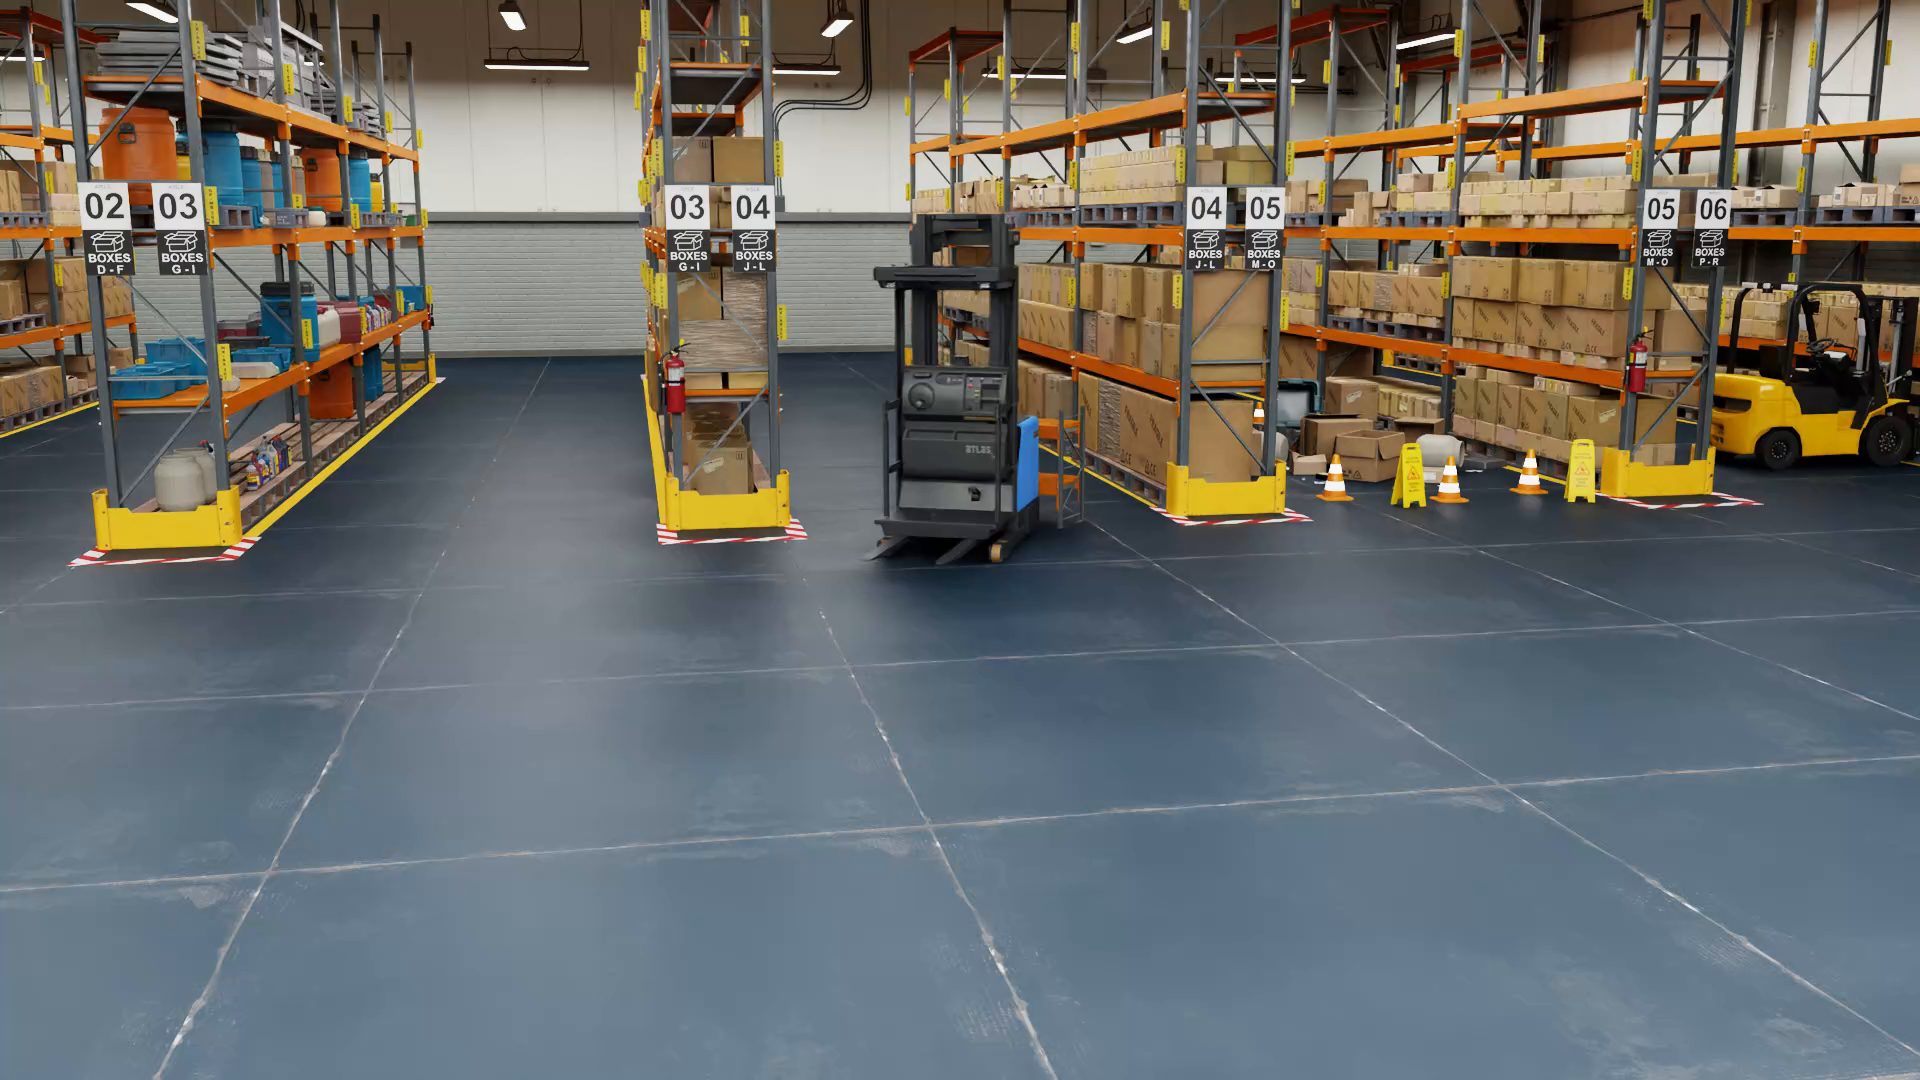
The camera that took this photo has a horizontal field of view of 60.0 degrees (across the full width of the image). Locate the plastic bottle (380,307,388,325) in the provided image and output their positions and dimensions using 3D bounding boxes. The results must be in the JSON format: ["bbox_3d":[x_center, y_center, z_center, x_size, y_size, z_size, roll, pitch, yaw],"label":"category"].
[{"bbox_3d":[-9.016,-3.502,25.956,0.152,0.276,0.135,-2,11,-11],"label":"plastic bottle"}]

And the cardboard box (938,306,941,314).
[{"bbox_3d":[-0.210,-4.077,29.319,0.380,0.149,0.250,-3,11,-13],"label":"cardboard box"}]

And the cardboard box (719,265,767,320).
[{"bbox_3d":[-2.057,-2.399,16.097,0.500,0.500,0.500,-2,11,-11],"label":"cardboard box"}]

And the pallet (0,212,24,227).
[{"bbox_3d":[-14.006,-4.513,23.416,1.213,0.211,1.003,-2,11,-11],"label":"pallet"}]

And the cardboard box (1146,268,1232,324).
[{"bbox_3d":[2.436,-2.535,17.258,0.875,0.550,0.550,-2,11,-11],"label":"cardboard box"}]

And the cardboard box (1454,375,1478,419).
[{"bbox_3d":[6.576,-1.802,20.921,0.500,0.500,0.500,-2,11,-8],"label":"cardboard box"}]

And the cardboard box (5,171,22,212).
[{"bbox_3d":[-14.243,-5.127,24.482,0.600,0.600,0.600,-3,11,-16],"label":"cardboard box"}]

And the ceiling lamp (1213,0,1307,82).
[{"bbox_3d":[6.455,-11.300,34.940,2.000,3.185,0.800,-2,11,-11],"label":"ceiling lamp"}]

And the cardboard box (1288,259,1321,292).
[{"bbox_3d":[5.483,-4.149,26.086,0.500,0.500,0.500,-2,11,-10],"label":"cardboard box"}]

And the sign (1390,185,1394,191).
[{"bbox_3d":[6.480,-5.177,25.021,0.100,0.325,0.005,-2,11,-11],"label":"sign"}]

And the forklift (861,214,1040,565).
[{"bbox_3d":[-0.095,-1.320,14.347,1.130,2.935,3.031,3,11,14],"label":"forklift"}]

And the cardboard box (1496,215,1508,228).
[{"bbox_3d":[6.708,-3.841,20.060,0.380,0.149,0.250,-2,11,-9],"label":"cardboard box"}]

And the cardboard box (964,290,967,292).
[{"bbox_3d":[0.268,-3.965,26.015,0.380,0.149,0.250,-2,11,-9],"label":"cardboard box"}]

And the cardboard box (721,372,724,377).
[{"bbox_3d":[-2.288,-1.769,17.193,0.380,0.149,0.250,-2,11,-11],"label":"cardboard box"}]

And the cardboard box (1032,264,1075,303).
[{"bbox_3d":[1.391,-3.502,22.686,0.700,0.500,0.500,-2,11,-12],"label":"cardboard box"}]

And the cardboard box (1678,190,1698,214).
[{"bbox_3d":[7.667,-3.611,17.780,0.500,0.250,0.500,-2,11,-12],"label":"cardboard box"}]

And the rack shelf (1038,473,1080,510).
[{"bbox_3d":[0.630,-0.509,16.226,1.000,0.278,0.538,6,12,30],"label":"rack shelf"}]

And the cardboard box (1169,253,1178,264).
[{"bbox_3d":[4.313,-5.245,31.840,0.500,0.500,0.500,-2,11,-13],"label":"cardboard box"}]

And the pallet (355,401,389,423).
[{"bbox_3d":[-9.059,-1.886,24.594,1.003,0.211,1.213,-2,11,-11],"label":"pallet"}]

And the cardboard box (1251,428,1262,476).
[{"bbox_3d":[3.199,-1.024,19.284,0.500,0.500,0.500,0,11,-1],"label":"cardboard box"}]

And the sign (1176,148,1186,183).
[{"bbox_3d":[2.133,-3.616,16.050,0.100,0.325,0.005,-2,11,-11],"label":"sign"}]

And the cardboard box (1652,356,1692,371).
[{"bbox_3d":[7.641,-1.909,17.929,0.380,0.149,0.250,-2,11,-11],"label":"cardboard box"}]

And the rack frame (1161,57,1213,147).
[{"bbox_3d":[4.392,-7.844,32.396,1.000,3.000,0.127,-2,11,-11],"label":"rack frame"}]

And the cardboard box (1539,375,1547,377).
[{"bbox_3d":[10.212,-2.942,28.246,0.500,0.500,0.500,-3,11,-13],"label":"cardboard box"}]

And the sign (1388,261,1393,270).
[{"bbox_3d":[8.728,-5.484,33.724,0.100,0.325,0.005,-2,11,-11],"label":"sign"}]

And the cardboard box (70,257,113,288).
[{"bbox_3d":[-14.486,-4.458,27.710,0.500,0.500,0.500,-2,11,-9],"label":"cardboard box"}]

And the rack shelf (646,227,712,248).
[{"bbox_3d":[-4.162,-4.556,25.068,1.077,0.370,4.000,-2,11,-11],"label":"rack shelf"}]

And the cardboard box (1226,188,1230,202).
[{"bbox_3d":[2.865,-3.491,16.827,0.380,0.149,0.250,-2,11,-10],"label":"cardboard box"}]

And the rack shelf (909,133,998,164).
[{"bbox_3d":[-0.055,-6.924,29.493,1.077,0.370,4.000,-2,11,-11],"label":"rack shelf"}]

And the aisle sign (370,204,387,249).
[{"bbox_3d":[-10.493,-5.636,29.886,0.394,0.787,0.004,-2,11,-11],"label":"aisle sign"}]

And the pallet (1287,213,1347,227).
[{"bbox_3d":[5.771,-4.927,25.595,1.213,0.211,1.003,-2,11,-8],"label":"pallet"}]

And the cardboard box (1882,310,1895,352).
[{"bbox_3d":[11.718,-2.555,20.383,0.500,0.500,0.500,-2,11,-11],"label":"cardboard box"}]

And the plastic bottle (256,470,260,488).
[{"bbox_3d":[-7.142,-0.626,16.826,0.097,0.201,0.097,0,11,0],"label":"plastic bottle"}]

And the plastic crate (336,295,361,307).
[{"bbox_3d":[-9.835,-3.718,26.643,0.392,0.384,0.575,-2,11,-11],"label":"plastic crate"}]

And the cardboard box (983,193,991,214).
[{"bbox_3d":[0.642,-4.941,24.896,0.500,0.500,0.500,-2,11,-11],"label":"cardboard box"}]

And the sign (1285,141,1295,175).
[{"bbox_3d":[3.214,-3.725,16.227,0.100,0.325,0.005,-2,11,-11],"label":"sign"}]

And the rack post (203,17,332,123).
[{"bbox_3d":[-8.321,-5.559,19.855,1.013,1.000,3.121,-2,11,-11],"label":"rack post"}]

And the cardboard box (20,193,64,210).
[{"bbox_3d":[-14.120,-5.187,25.523,0.500,0.250,0.500,-2,11,-11],"label":"cardboard box"}]

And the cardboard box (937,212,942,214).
[{"bbox_3d":[-0.112,-5.537,28.697,0.500,0.250,0.500,-2,11,-11],"label":"cardboard box"}]

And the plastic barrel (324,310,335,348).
[{"bbox_3d":[-8.140,-2.686,21.041,0.421,0.512,0.421,0,11,0],"label":"plastic barrel"}]

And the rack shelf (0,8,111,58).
[{"bbox_3d":[-14.658,-8.037,26.443,1.077,0.370,4.000,-2,11,-11],"label":"rack shelf"}]

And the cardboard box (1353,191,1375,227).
[{"bbox_3d":[6.122,-4.778,24.043,0.700,0.500,0.500,-2,11,-11],"label":"cardboard box"}]

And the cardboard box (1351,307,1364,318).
[{"bbox_3d":[5.892,-3.290,24.063,0.380,0.149,0.250,-2,11,-11],"label":"cardboard box"}]

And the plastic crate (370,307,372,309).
[{"bbox_3d":[-10.043,-3.831,27.902,0.293,0.136,0.466,-2,11,-11],"label":"plastic crate"}]

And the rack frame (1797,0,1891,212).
[{"bbox_3d":[11.594,-5.825,21.784,1.000,3.000,0.127,-2,11,-11],"label":"rack frame"}]

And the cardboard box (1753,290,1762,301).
[{"bbox_3d":[11.246,-3.393,23.053,0.380,0.149,0.250,-2,11,-11],"label":"cardboard box"}]

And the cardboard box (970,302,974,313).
[{"bbox_3d":[0.369,-3.576,25.564,0.380,0.149,0.250,-3,11,-14],"label":"cardboard box"}]

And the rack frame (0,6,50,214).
[{"bbox_3d":[-14.269,-6.391,24.759,1.000,3.000,0.127,-2,11,-11],"label":"rack frame"}]

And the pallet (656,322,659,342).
[{"bbox_3d":[-3.530,-2.848,22.706,1.213,0.211,1.003,-2,11,-11],"label":"pallet"}]

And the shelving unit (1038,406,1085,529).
[{"bbox_3d":[0.630,-0.750,16.180,1.048,1.125,0.538,6,12,30],"label":"shelving unit"}]

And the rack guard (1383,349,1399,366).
[{"bbox_3d":[9.275,-3.836,34.069,1.175,0.500,0.348,-2,11,-11],"label":"rack guard"}]

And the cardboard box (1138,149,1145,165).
[{"bbox_3d":[2.073,-3.997,17.353,0.380,0.149,0.250,-2,11,-11],"label":"cardboard box"}]

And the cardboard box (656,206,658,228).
[{"bbox_3d":[-3.159,-3.644,18.751,0.500,0.250,0.500,-3,11,-13],"label":"cardboard box"}]
